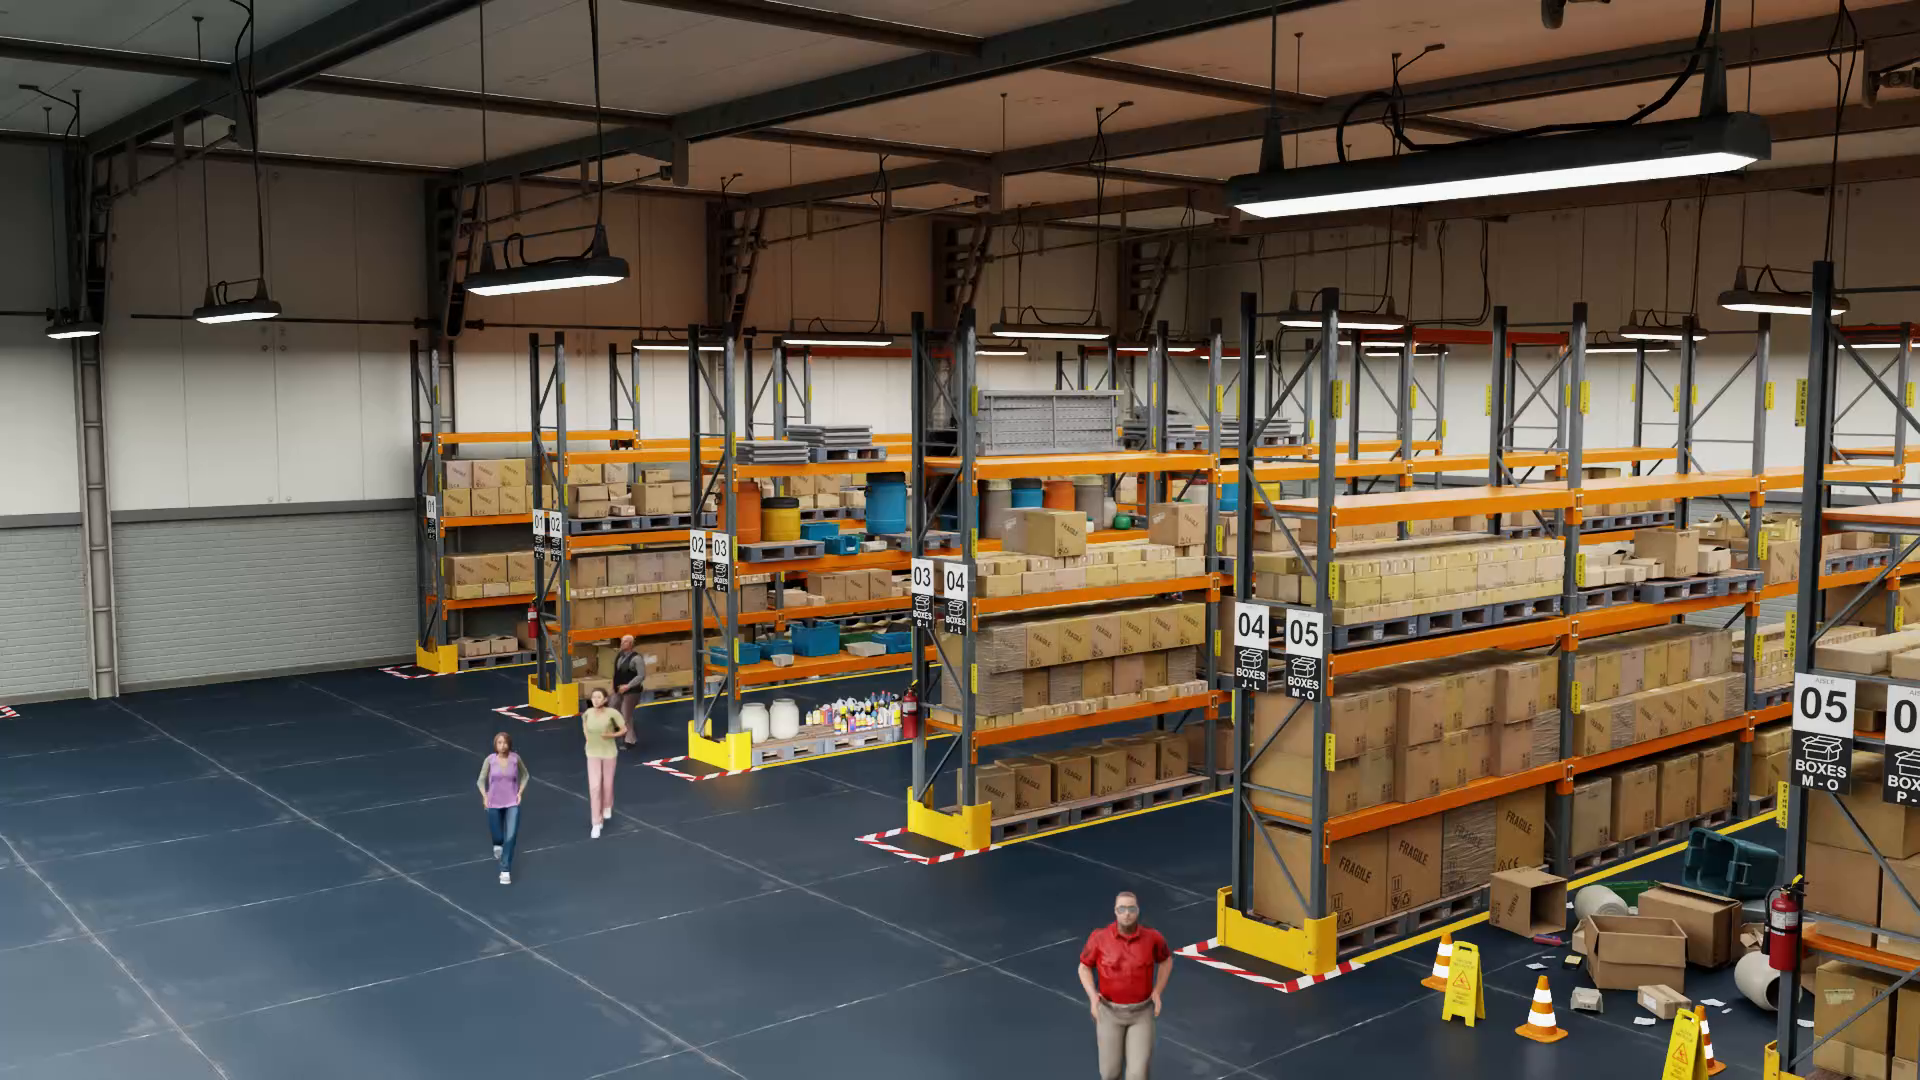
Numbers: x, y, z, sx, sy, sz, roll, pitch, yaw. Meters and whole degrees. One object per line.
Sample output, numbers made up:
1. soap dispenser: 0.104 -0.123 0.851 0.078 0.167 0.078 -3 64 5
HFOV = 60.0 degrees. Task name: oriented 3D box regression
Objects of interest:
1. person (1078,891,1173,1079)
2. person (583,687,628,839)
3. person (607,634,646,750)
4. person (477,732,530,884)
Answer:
1. person: 1.143 3.301 11.525 0.646 1.633 0.752 0 5 1
2. person: -4.142 2.538 19.377 0.558 1.693 0.894 0 5 -3
3. person: -4.747 2.161 23.588 0.665 1.660 0.527 4 7 39
4. person: -4.789 2.783 17.473 0.536 1.563 0.618 -2 6 -18
